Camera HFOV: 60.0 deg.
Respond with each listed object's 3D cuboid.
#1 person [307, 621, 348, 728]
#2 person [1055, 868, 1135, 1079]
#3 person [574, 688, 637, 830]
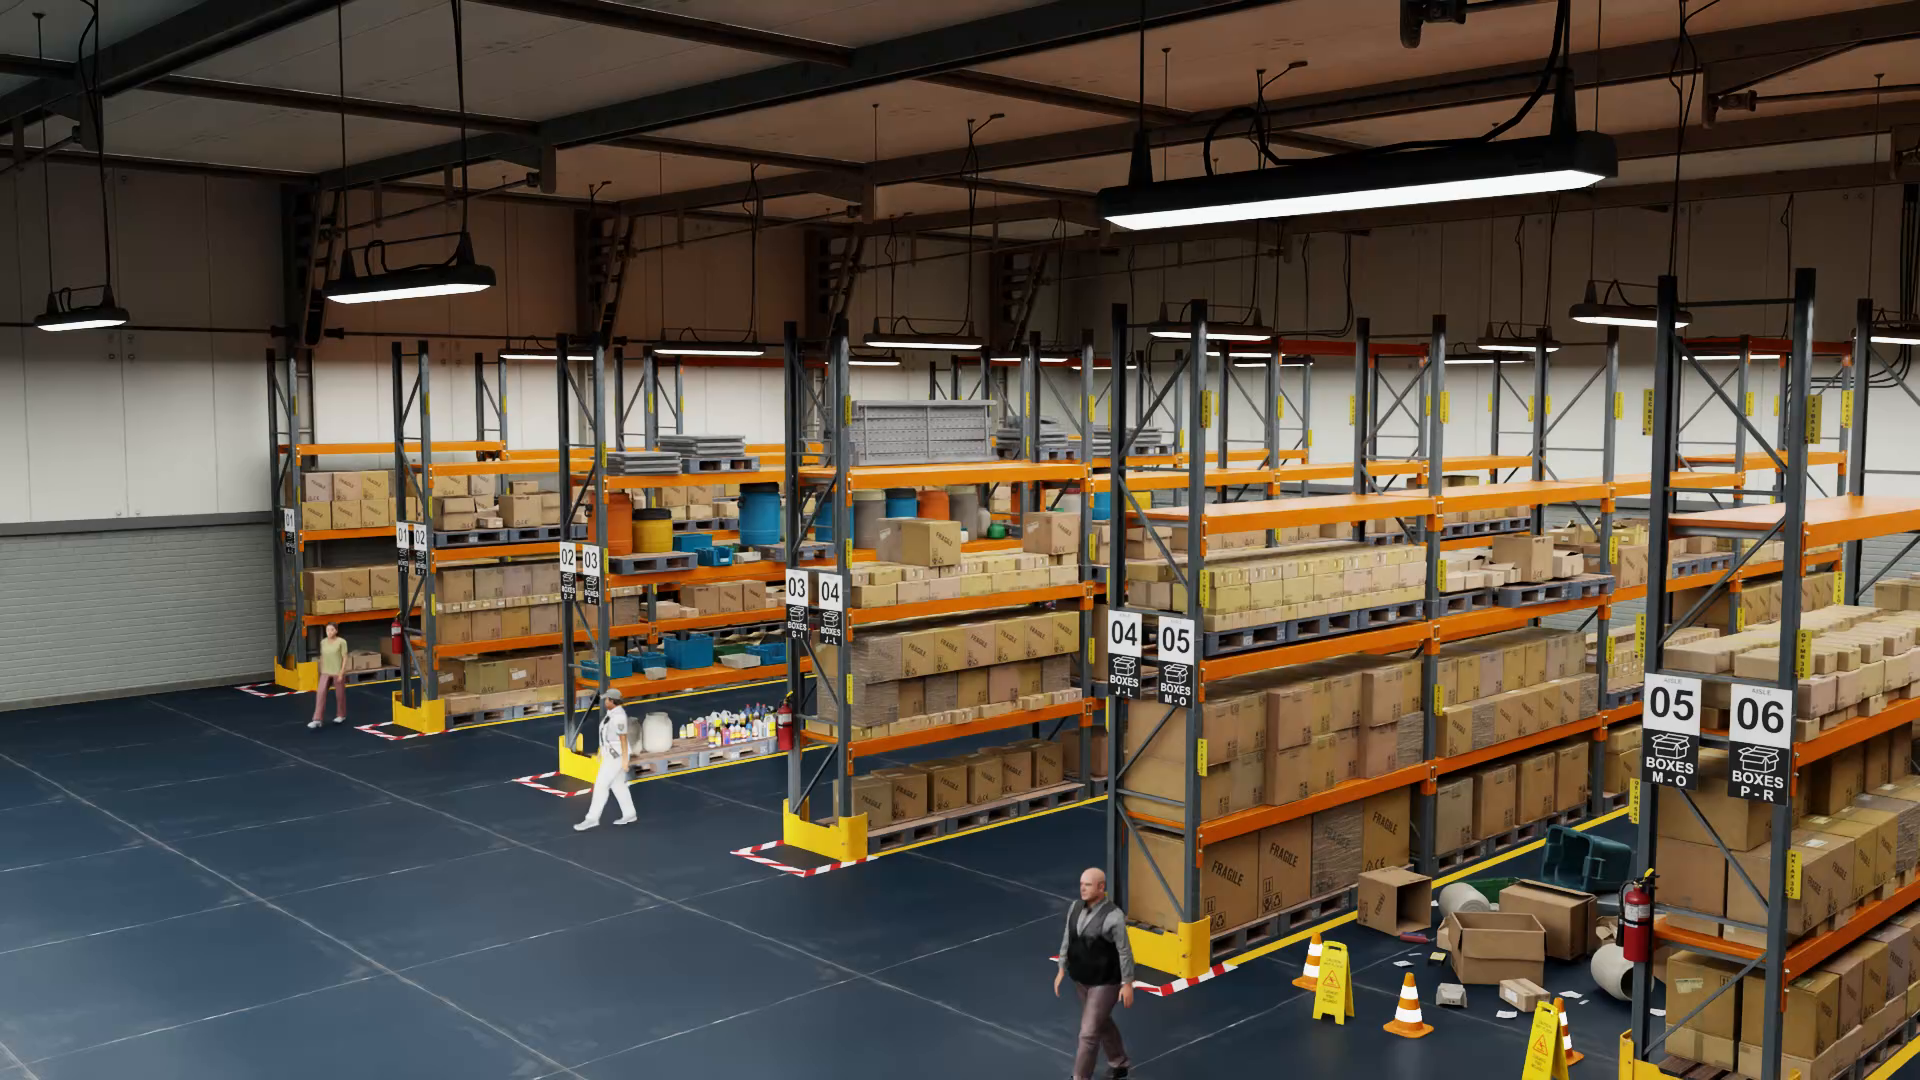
[{"bbox_3d":[-9.821,2.088,25.937,0.507,1.625,0.949,0,5,-5],"label":"person"},{"bbox_3d":[0.934,3.245,12.207,0.960,1.675,0.569,-4,6,-37],"label":"person"},{"bbox_3d":[-4.267,2.620,19.963,0.749,1.656,0.597,-1,5,-13],"label":"person"}]
